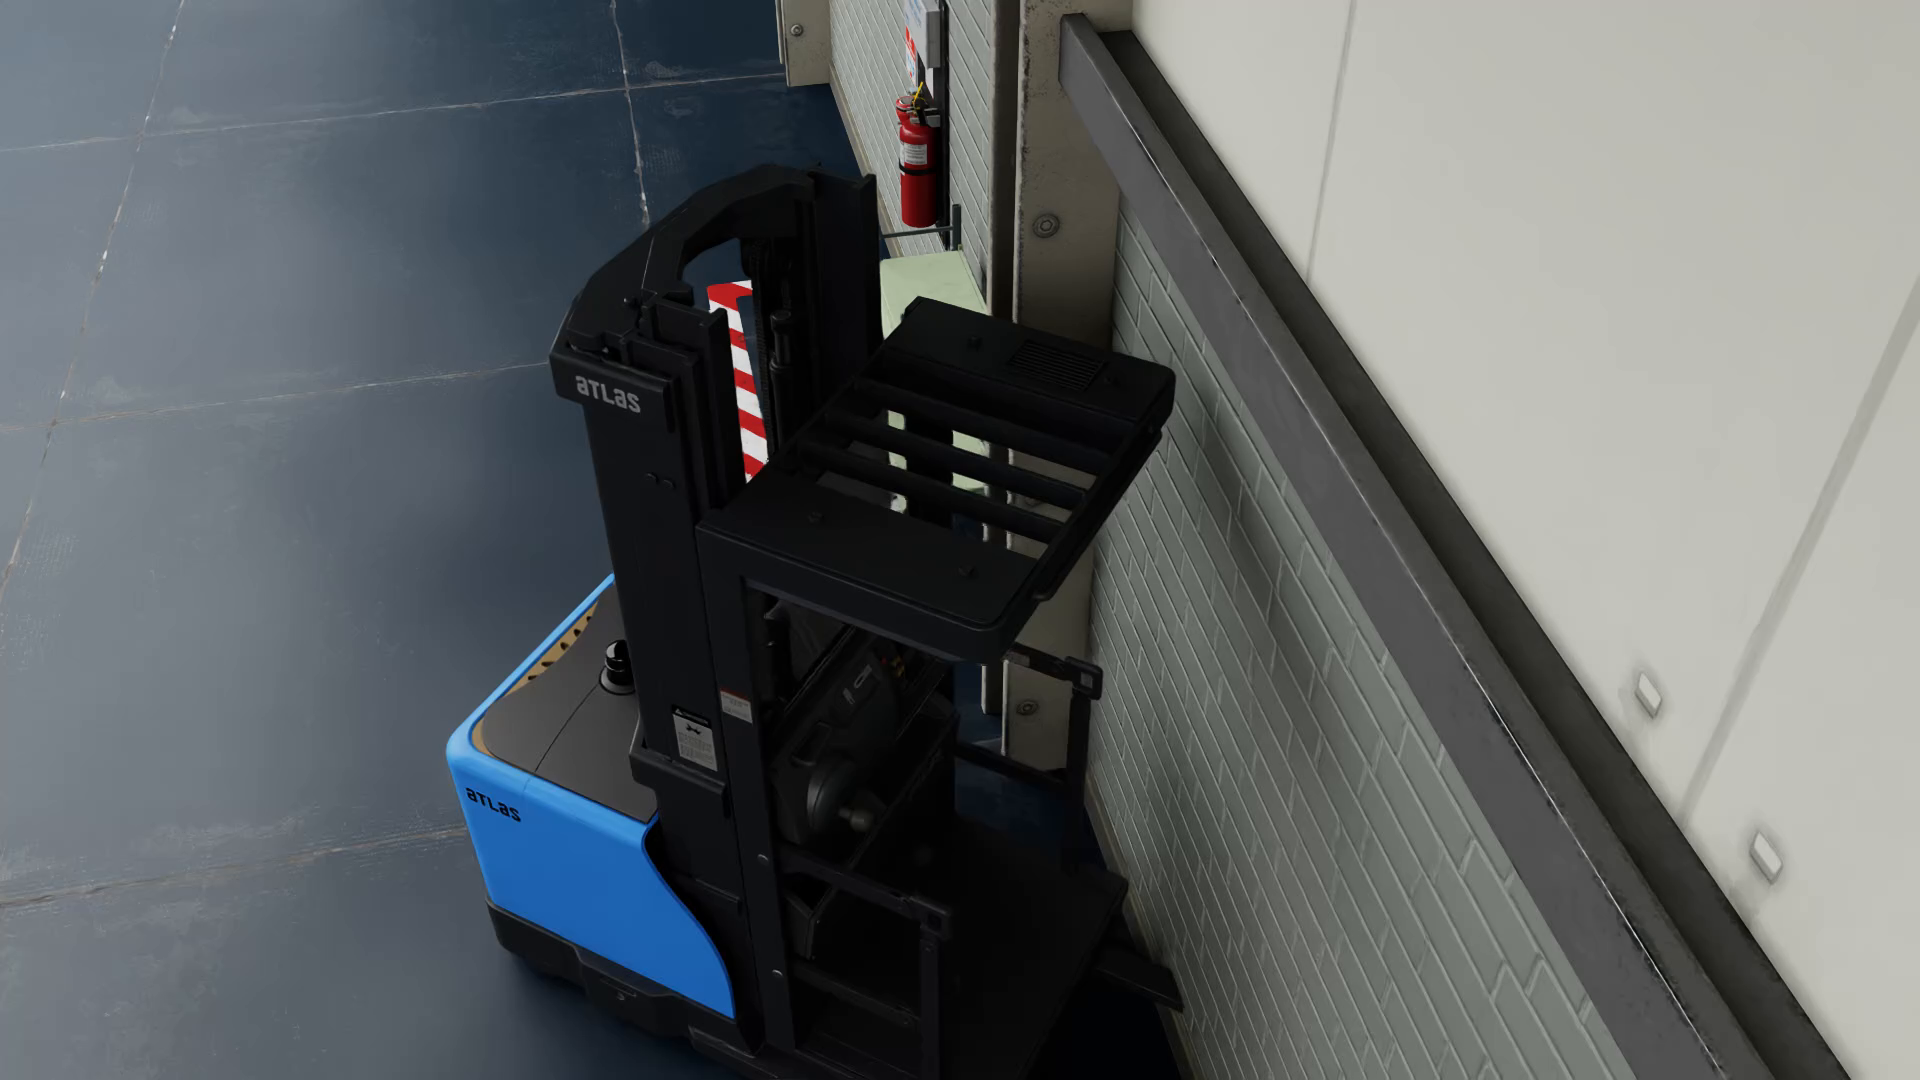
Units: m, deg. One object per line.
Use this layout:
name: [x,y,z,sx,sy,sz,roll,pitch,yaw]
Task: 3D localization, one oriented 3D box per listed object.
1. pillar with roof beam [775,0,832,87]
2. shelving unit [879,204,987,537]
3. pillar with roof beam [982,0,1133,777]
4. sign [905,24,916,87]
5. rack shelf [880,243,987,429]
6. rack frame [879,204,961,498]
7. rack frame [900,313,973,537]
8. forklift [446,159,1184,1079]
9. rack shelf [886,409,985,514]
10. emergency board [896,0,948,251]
pillar with roof beam: [-5.219,-5.862,7.357,9.100,9.000,0.400,-8,42,-9]
shelving unit: [-0.110,-0.547,7.018,0.431,1.500,0.755,-9,42,-10]
pillar with roof beam: [-3.924,-1.972,2.975,9.100,9.000,0.400,-8,42,-9]
sign: [-0.235,-2.340,7.881,0.001,0.329,0.234,-8,42,-9]
rack shelf: [-0.110,-0.839,6.759,0.431,0.370,0.720,-9,42,-10]
rack frame: [-0.192,-0.784,7.285,0.400,1.500,0.023,-9,42,-10]
rack frame: [-0.028,-0.310,6.752,0.400,1.500,0.023,-9,42,-10]
forklift: [-0.087,0.510,4.749,3.031,2.935,1.130,19,45,20]
rack shelf: [-0.110,-0.304,7.235,0.431,0.370,0.720,-9,42,-10]
emergency board: [-0.216,-1.953,7.472,0.194,1.169,0.643,-8,42,-9]
